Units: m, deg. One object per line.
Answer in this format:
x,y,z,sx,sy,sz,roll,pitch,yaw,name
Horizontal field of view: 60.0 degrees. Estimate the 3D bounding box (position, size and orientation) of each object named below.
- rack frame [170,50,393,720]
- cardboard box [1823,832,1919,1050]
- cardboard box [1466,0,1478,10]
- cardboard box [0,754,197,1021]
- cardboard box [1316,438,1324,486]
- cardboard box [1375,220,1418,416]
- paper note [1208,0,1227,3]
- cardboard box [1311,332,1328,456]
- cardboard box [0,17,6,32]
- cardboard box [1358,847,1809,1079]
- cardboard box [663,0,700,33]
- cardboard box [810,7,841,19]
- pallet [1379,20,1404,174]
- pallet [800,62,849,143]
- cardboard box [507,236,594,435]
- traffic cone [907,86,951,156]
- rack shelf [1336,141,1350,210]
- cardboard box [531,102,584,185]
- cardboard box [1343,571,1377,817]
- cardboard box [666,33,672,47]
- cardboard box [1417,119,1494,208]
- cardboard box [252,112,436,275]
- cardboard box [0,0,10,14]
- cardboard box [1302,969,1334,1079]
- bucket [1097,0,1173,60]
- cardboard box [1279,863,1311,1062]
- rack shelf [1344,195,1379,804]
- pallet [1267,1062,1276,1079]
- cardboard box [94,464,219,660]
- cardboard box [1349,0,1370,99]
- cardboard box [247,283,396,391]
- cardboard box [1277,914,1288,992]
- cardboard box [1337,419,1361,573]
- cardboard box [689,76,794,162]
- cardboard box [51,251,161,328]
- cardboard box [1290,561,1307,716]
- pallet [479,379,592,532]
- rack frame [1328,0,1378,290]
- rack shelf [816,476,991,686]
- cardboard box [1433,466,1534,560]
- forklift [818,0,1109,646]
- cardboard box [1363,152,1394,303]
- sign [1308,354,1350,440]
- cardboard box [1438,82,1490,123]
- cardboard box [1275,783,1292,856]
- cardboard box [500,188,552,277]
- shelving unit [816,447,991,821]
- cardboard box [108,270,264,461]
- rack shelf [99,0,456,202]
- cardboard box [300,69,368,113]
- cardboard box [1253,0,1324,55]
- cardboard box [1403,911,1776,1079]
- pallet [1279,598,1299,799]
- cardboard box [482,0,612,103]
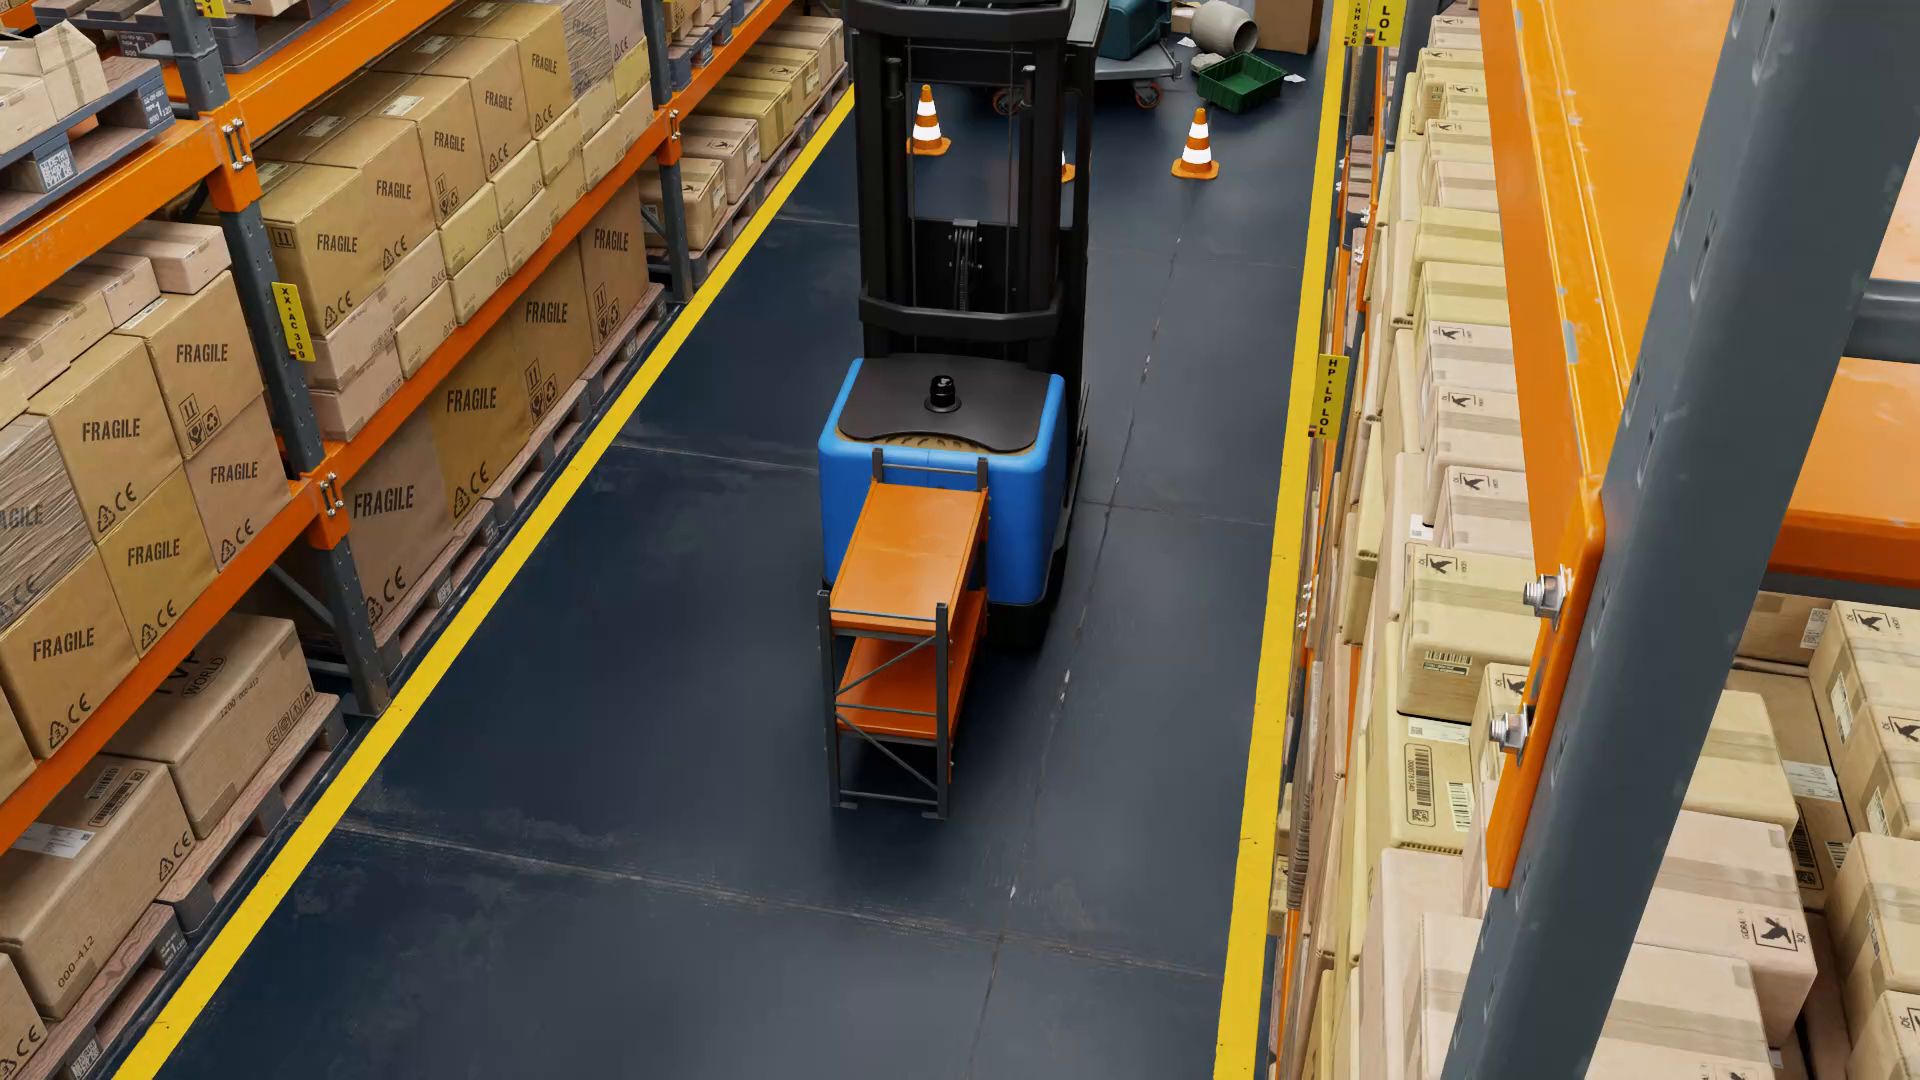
-3.064,-0.509,6.667,1.000,3.000,0.127,7,37,10,rack frame
1.302,0.528,2.042,0.380,0.149,0.250,9,37,12,cardboard box
2.251,-2.242,6.056,0.797,0.503,0.637,7,36,9,cardboard box
-3.494,1.218,6.109,0.875,0.438,0.875,6,36,9,cardboard box
1.927,-0.465,7.738,0.500,0.250,0.500,6,36,8,cardboard box
1.224,-0.485,3.779,0.500,0.250,0.500,8,37,11,cardboard box
2.372,-4.961,15.341,0.144,0.017,0.142,20,41,26,paper note
2.143,-0.736,8.751,0.500,0.500,0.500,8,37,11,cardboard box
-3.395,-1.664,5.175,0.500,0.500,0.500,8,37,11,cardboard box
0.789,0.694,2.152,0.500,0.250,0.500,6,36,9,cardboard box
-1.888,-3.362,9.907,0.500,0.500,0.500,6,36,9,cardboard box
-0.966,-4.457,14.098,0.500,0.250,0.500,6,36,8,cardboard box
2.029,-1.426,5.535,1.213,0.211,1.003,7,37,10,pallet
-1.520,-3.520,13.197,1.003,0.211,1.213,7,37,10,pallet
-2.633,-1.216,9.094,0.875,0.875,0.875,8,37,11,cardboard box
-0.253,-3.182,12.516,0.336,0.463,0.334,7,37,10,traffic cone
3.075,-3.095,10.848,1.077,0.370,4.000,7,37,10,rack shelf
-2.260,-2.044,8.486,0.500,0.250,0.500,6,36,9,cardboard box
0.998,0.323,3.091,0.500,0.250,0.500,9,37,12,cardboard box
-1.959,-3.034,10.006,0.380,0.149,0.250,5,36,7,cardboard box
1.305,-0.882,3.987,0.380,0.149,0.250,6,36,9,cardboard box
-2.608,-1.466,7.049,0.500,0.500,0.500,7,37,10,cardboard box
-6.726,-3.585,11.039,0.500,0.250,0.500,7,37,10,cardboard box
0.902,1.197,3.122,0.500,0.500,0.500,6,36,8,cardboard box
1.279,-4.190,13.239,0.726,0.611,0.620,20,51,26,bucket
1.114,1.025,4.212,0.500,0.500,0.500,9,37,12,cardboard box
1.366,0.277,3.639,1.077,0.370,4.000,7,37,10,rack shelf
1.426,2.273,5.203,1.003,0.211,1.213,7,37,10,pallet
-3.018,0.044,5.818,0.500,0.500,0.500,6,36,9,cardboard box
2.589,-2.858,9.822,0.500,0.500,0.500,7,37,10,cardboard box
-2.695,-0.868,6.863,0.500,0.250,0.500,6,36,9,cardboard box
1.342,1.508,5.955,0.380,0.149,0.250,7,37,10,cardboard box
1.363,0.015,4.753,0.500,0.500,0.500,6,36,9,cardboard box
-1.762,-3.089,12.108,0.950,0.372,0.625,8,37,12,cardboard box
-2.981,-0.863,5.665,0.380,0.149,0.250,8,37,11,cardboard box
1.705,0.440,7.130,0.500,0.500,0.500,7,36,9,cardboard box
-2.715,-0.533,9.076,1.003,0.211,1.213,7,37,10,pallet
2.648,-2.240,9.054,1.000,3.000,0.127,7,37,10,rack frame
-0.212,0.147,6.860,0.538,0.278,1.000,6,36,8,rack shelf
0.989,0.022,2.739,0.380,0.149,0.250,7,36,9,cardboard box
0.101,-1.551,8.163,1.130,2.935,3.031,5,36,7,forklift
1.436,-0.868,4.734,0.500,0.250,0.500,9,37,12,cardboard box
1.250,-0.483,5.644,0.100,0.325,0.005,7,37,10,sign
1.406,-1.025,4.185,0.380,0.149,0.250,7,37,9,cardboard box
1.403,1.085,6.285,0.380,0.149,0.250,9,37,12,cardboard box
-2.362,-1.542,8.219,0.500,0.250,0.500,7,36,9,cardboard box
-0.212,0.384,7.032,0.538,1.125,1.048,6,36,8,shelving unit
-2.895,-0.649,5.923,0.500,0.500,0.500,7,37,10,cardboard box
-2.637,-2.579,7.579,1.077,0.370,4.000,7,37,10,rack shelf
-2.983,-1.828,7.549,0.500,0.500,0.500,8,37,11,cardboard box
2.831,-4.541,14.357,0.500,0.500,0.500,14,38,18,cardboard box
0.723,0.601,1.940,0.380,0.149,0.250,7,37,10,cardboard box
1.958,0.736,7.325,1.003,0.211,1.213,7,37,10,pallet
-2.166,-2.623,8.646,0.500,0.500,0.500,8,37,11,cardboard box
